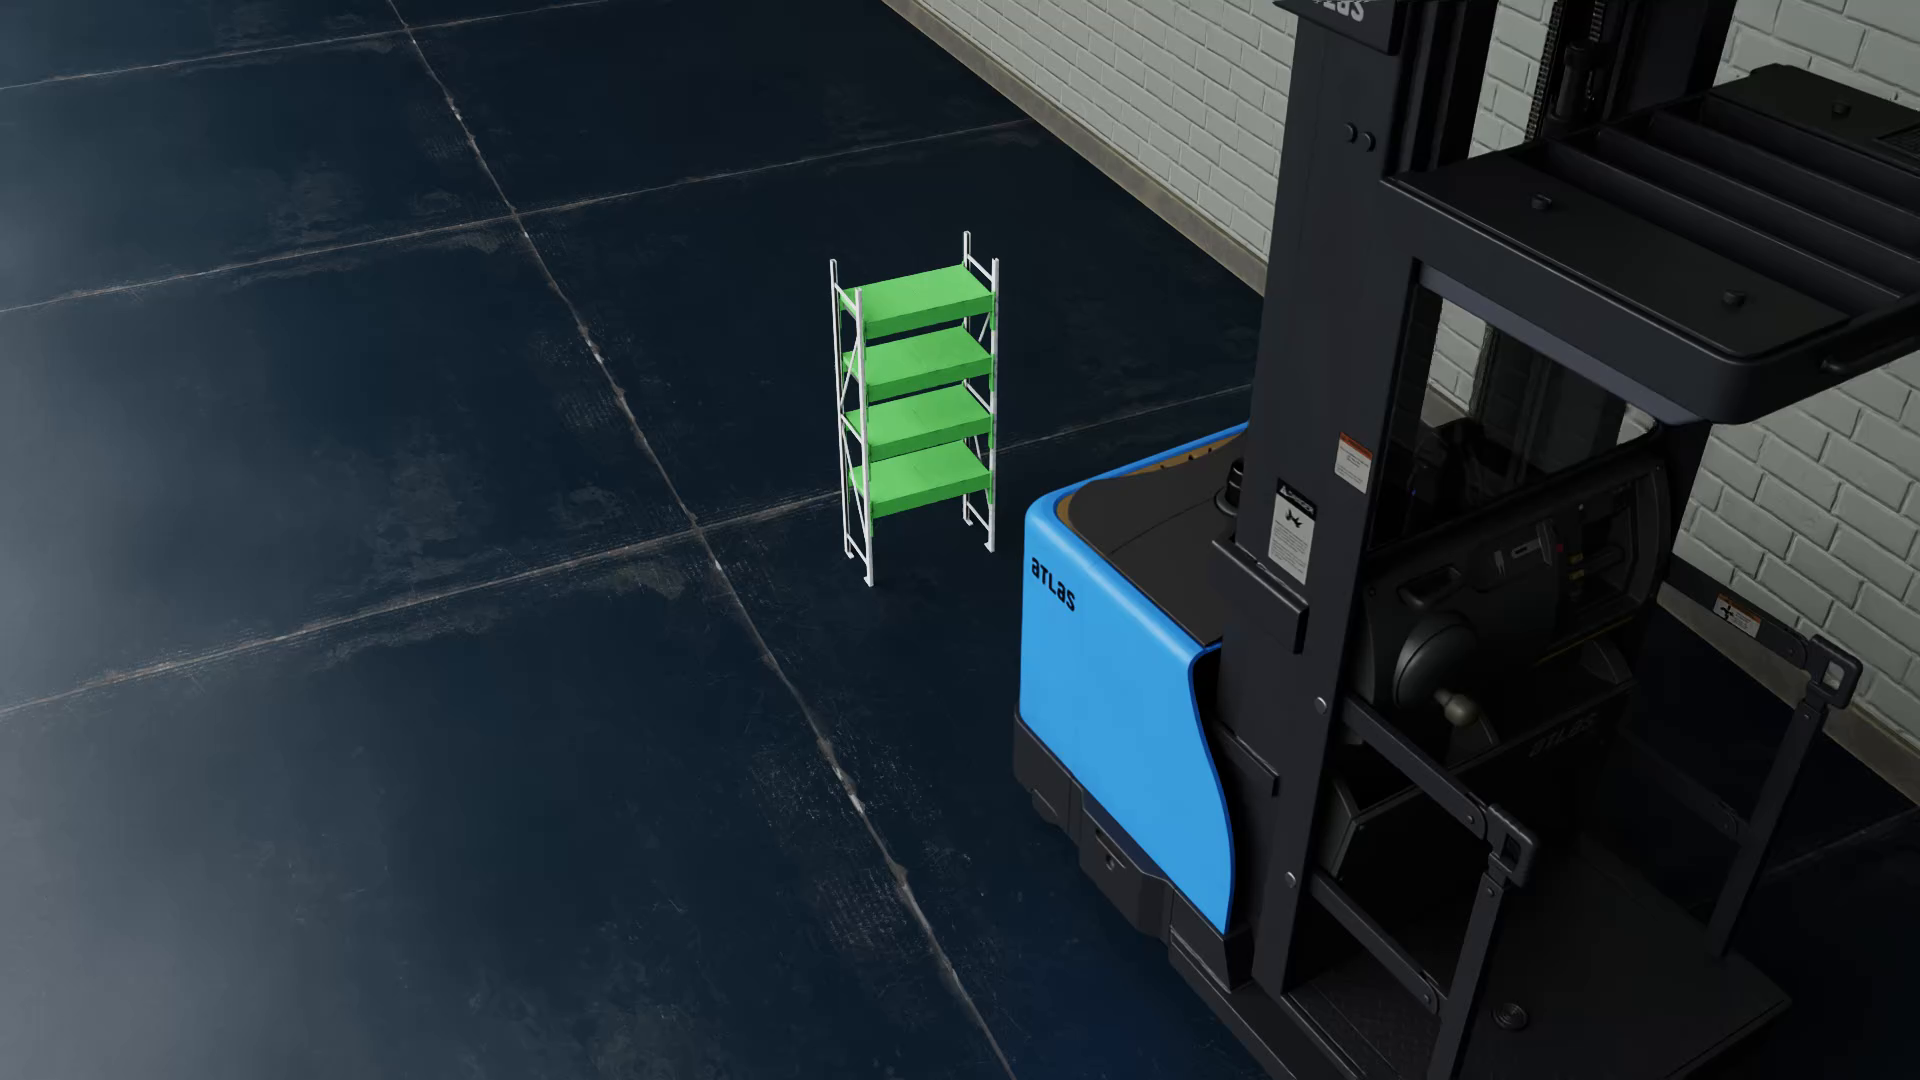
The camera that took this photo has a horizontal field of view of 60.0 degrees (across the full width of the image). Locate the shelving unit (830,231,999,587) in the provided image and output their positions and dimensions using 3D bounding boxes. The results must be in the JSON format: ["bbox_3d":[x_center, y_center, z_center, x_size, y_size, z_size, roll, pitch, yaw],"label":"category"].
[{"bbox_3d":[-0.150,-0.440,5.836,0.503,1.200,0.258,-16,39,-20],"label":"shelving unit"}]

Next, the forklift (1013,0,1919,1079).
[{"bbox_3d":[1.360,0.176,3.553,1.130,2.935,3.031,-20,41,-25],"label":"forklift"}]

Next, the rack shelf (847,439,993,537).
[{"bbox_3d":[-0.150,-0.196,6.017,0.480,0.148,0.258,-16,39,-20],"label":"rack shelf"}]

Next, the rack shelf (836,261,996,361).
[{"bbox_3d":[-0.150,-0.774,5.588,0.480,0.148,0.258,-16,39,-20],"label":"rack shelf"}]

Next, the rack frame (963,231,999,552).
[{"bbox_3d":[0.071,-0.502,5.919,0.015,1.200,0.240,-16,39,-20],"label":"rack frame"}]

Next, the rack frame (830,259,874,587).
[{"bbox_3d":[-0.371,-0.378,5.753,0.015,1.200,0.240,-16,39,-20],"label":"rack frame"}]

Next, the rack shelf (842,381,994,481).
[{"bbox_3d":[-0.150,-0.389,5.874,0.480,0.148,0.258,-16,39,-20],"label":"rack shelf"}]

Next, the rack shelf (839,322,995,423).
[{"bbox_3d":[-0.150,-0.581,5.731,0.480,0.148,0.258,-16,39,-20],"label":"rack shelf"}]
